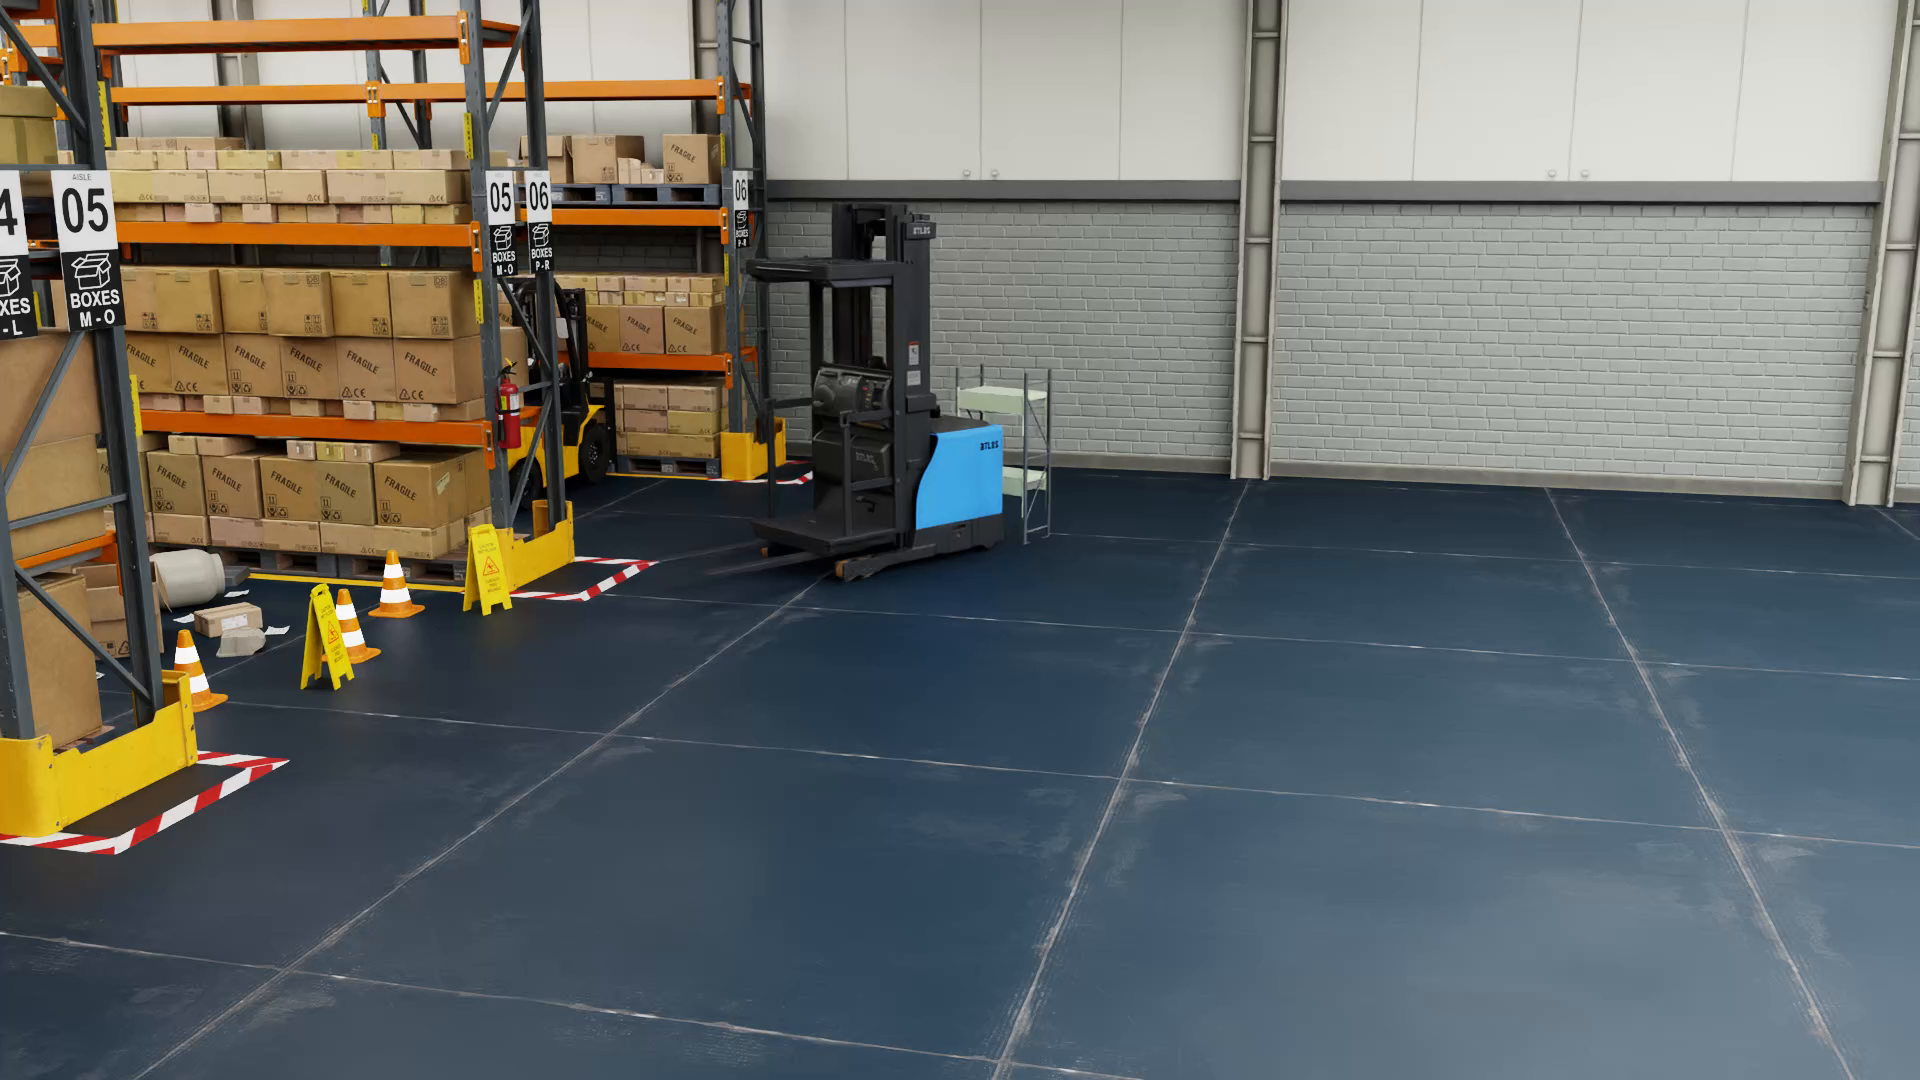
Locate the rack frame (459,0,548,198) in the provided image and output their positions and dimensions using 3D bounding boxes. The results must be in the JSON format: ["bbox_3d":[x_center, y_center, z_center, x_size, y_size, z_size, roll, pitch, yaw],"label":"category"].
[{"bbox_3d":[-3.450,-4.109,12.480,0.127,3.000,1.000,3,13,14],"label":"rack frame"}]

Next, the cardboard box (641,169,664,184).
[{"bbox_3d":[-3.142,-3.799,17.388,0.250,0.149,0.380,3,13,12],"label":"cardboard box"}]

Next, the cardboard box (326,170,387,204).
[{"bbox_3d":[-4.496,-2.716,12.785,0.500,0.250,0.500,3,13,13],"label":"cardboard box"}]

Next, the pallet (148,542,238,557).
[{"bbox_3d":[-6.673,0.001,14.244,1.213,0.211,1.003,3,13,14],"label":"pallet"}]

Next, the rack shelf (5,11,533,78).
[{"bbox_3d":[-5.392,-3.860,13.026,4.000,0.370,1.077,3,13,14],"label":"rack shelf"}]

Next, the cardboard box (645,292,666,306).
[{"bbox_3d":[-3.161,-2.583,17.720,0.250,0.149,0.380,3,13,15],"label":"cardboard box"}]

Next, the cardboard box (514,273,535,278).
[{"bbox_3d":[-4.640,-2.814,18.076,0.250,0.149,0.380,3,13,13],"label":"cardboard box"}]

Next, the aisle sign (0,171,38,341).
[{"bbox_3d":[-4.541,-1.337,7.832,0.004,0.787,0.394,3,13,14],"label":"aisle sign"}]

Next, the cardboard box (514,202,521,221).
[{"bbox_3d":[-3.694,-2.608,13.218,0.250,0.149,0.380,3,13,14],"label":"cardboard box"}]

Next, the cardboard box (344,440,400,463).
[{"bbox_3d":[-4.663,-0.718,13.193,0.250,0.149,0.380,3,13,15],"label":"cardboard box"}]

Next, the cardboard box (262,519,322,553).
[{"bbox_3d":[-5.310,-0.083,13.562,0.500,0.250,0.500,3,13,12],"label":"cardboard box"}]

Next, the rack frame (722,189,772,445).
[{"bbox_3d":[-2.264,-2.225,17.836,0.127,3.000,1.000,3,13,14],"label":"rack frame"}]

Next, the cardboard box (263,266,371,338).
[{"bbox_3d":[-5.008,-1.876,13.038,0.500,0.500,0.700,3,13,13],"label":"cardboard box"}]

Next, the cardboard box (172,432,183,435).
[{"bbox_3d":[-6.695,-0.643,14.353,0.500,0.500,0.500,3,13,13],"label":"cardboard box"}]

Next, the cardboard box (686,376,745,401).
[{"bbox_3d":[-2.686,-1.640,18.271,0.500,0.250,0.500,3,13,13],"label":"cardboard box"}]

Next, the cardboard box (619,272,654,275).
[{"bbox_3d":[-3.544,-2.854,18.255,0.250,0.149,0.380,3,13,15],"label":"cardboard box"}]

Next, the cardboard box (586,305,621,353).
[{"bbox_3d":[-3.804,-2.299,17.941,0.500,0.500,0.500,3,13,12],"label":"cardboard box"}]

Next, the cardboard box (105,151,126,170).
[{"bbox_3d":[-6.592,-3.011,13.195,0.250,0.149,0.380,3,13,12],"label":"cardboard box"}]

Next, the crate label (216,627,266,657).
[{"bbox_3d":[-4.891,0.689,11.311,0.298,0.136,0.250,-4,13,-16],"label":"crate label"}]

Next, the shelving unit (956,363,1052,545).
[{"bbox_3d":[0.384,-0.776,14.768,0.755,1.500,0.431,9,16,36],"label":"shelving unit"}]

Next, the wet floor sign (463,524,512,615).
[{"bbox_3d":[-3.522,0.204,12.326,0.232,0.644,0.267,8,15,33],"label":"wet floor sign"}]

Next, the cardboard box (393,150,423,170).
[{"bbox_3d":[-4.090,-2.889,12.642,0.250,0.149,0.380,3,13,15],"label":"cardboard box"}]

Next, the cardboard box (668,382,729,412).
[{"bbox_3d":[-2.786,-1.534,17.792,0.500,0.250,0.500,4,13,15],"label":"cardboard box"}]

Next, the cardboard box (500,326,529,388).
[{"bbox_3d":[-3.843,-1.458,13.461,0.500,0.500,0.500,3,13,13],"label":"cardboard box"}]

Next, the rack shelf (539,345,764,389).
[{"bbox_3d":[-4.206,-1.977,18.381,4.000,0.370,1.077,3,13,14],"label":"rack shelf"}]

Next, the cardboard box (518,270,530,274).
[{"bbox_3d":[-4.767,-2.940,18.644,0.250,0.149,0.380,3,13,13],"label":"cardboard box"}]

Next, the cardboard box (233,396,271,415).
[{"bbox_3d":[-5.614,-1.106,13.375,0.250,0.149,0.380,3,13,13],"label":"cardboard box"}]

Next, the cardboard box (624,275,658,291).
[{"bbox_3d":[-3.394,-2.752,17.799,0.250,0.149,0.380,3,13,14],"label":"cardboard box"}]

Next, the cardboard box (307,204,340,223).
[{"bbox_3d":[-4.846,-2.539,12.908,0.250,0.149,0.380,3,13,13],"label":"cardboard box"}]

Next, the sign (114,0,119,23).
[{"bbox_3d":[-9.902,-6.219,19.466,0.005,0.325,0.100,3,13,14],"label":"sign"}]

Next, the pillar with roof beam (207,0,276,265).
[{"bbox_3d":[-9.581,-4.785,15.526,0.400,9.000,9.100,3,13,14],"label":"pillar with roof beam"}]

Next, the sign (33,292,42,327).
[{"bbox_3d":[-7.463,-1.837,13.413,0.005,0.325,0.100,3,13,14],"label":"sign"}]

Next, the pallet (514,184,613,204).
[{"bbox_3d":[-4.133,-3.751,17.994,1.213,0.211,1.003,3,13,14],"label":"pallet"}]

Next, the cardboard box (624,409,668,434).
[{"bbox_3d":[-3.296,-1.319,17.979,0.500,0.250,0.500,3,13,13],"label":"cardboard box"}]

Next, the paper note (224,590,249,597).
[{"bbox_3d":[-5.577,0.408,12.823,0.148,0.019,0.142,-1,13,-6],"label":"paper note"}]

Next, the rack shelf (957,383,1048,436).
[{"bbox_3d":[0.384,-1.157,14.683,0.720,0.370,0.431,9,16,36],"label":"rack shelf"}]

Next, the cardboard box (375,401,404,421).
[{"bbox_3d":[-4.381,-1.040,13.076,0.250,0.149,0.380,3,13,13],"label":"cardboard box"}]

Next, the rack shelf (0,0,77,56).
[{"bbox_3d":[-6.480,-2.621,8.354,4.000,0.370,1.077,3,13,14],"label":"rack shelf"}]

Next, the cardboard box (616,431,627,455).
[{"bbox_3d":[-3.760,-1.101,18.149,0.500,0.250,0.500,3,13,14],"label":"cardboard box"}]

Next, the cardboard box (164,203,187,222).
[{"bbox_3d":[-6.091,-2.610,13.226,0.250,0.149,0.380,3,13,12],"label":"cardboard box"}]

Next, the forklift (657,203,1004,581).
[{"bbox_3d":[-1.038,-1.228,13.504,3.031,2.935,1.130,-11,17,-42],"label":"forklift"}]

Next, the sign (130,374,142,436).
[{"bbox_3d":[-4.399,-0.712,8.837,0.005,0.325,0.100,3,13,14],"label":"sign"}]

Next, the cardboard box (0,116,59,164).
[{"bbox_3d":[-4.945,-2.004,8.374,0.500,0.250,0.500,3,13,13],"label":"cardboard box"}]

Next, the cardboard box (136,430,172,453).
[{"bbox_3d":[-6.718,-0.827,13.686,0.250,0.149,0.380,3,13,14],"label":"cardboard box"}]

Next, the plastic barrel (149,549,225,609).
[{"bbox_3d":[-5.818,0.288,12.457,0.512,0.421,0.421,-9,15,-35],"label":"plastic barrel"}]

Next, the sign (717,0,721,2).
[{"bbox_3d":[-2.408,-5.535,16.565,0.005,0.325,0.100,3,13,14],"label":"sign"}]

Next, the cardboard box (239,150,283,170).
[{"bbox_3d":[-5.346,-2.940,12.872,0.250,0.149,0.380,3,13,15],"label":"cardboard box"}]

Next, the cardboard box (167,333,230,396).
[{"bbox_3d":[-5.996,-1.451,13.430,0.500,0.500,0.500,3,13,13],"label":"cardboard box"}]

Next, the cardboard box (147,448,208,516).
[{"bbox_3d":[-6.303,-0.504,13.729,0.500,0.500,0.500,4,13,16],"label":"cardboard box"}]
